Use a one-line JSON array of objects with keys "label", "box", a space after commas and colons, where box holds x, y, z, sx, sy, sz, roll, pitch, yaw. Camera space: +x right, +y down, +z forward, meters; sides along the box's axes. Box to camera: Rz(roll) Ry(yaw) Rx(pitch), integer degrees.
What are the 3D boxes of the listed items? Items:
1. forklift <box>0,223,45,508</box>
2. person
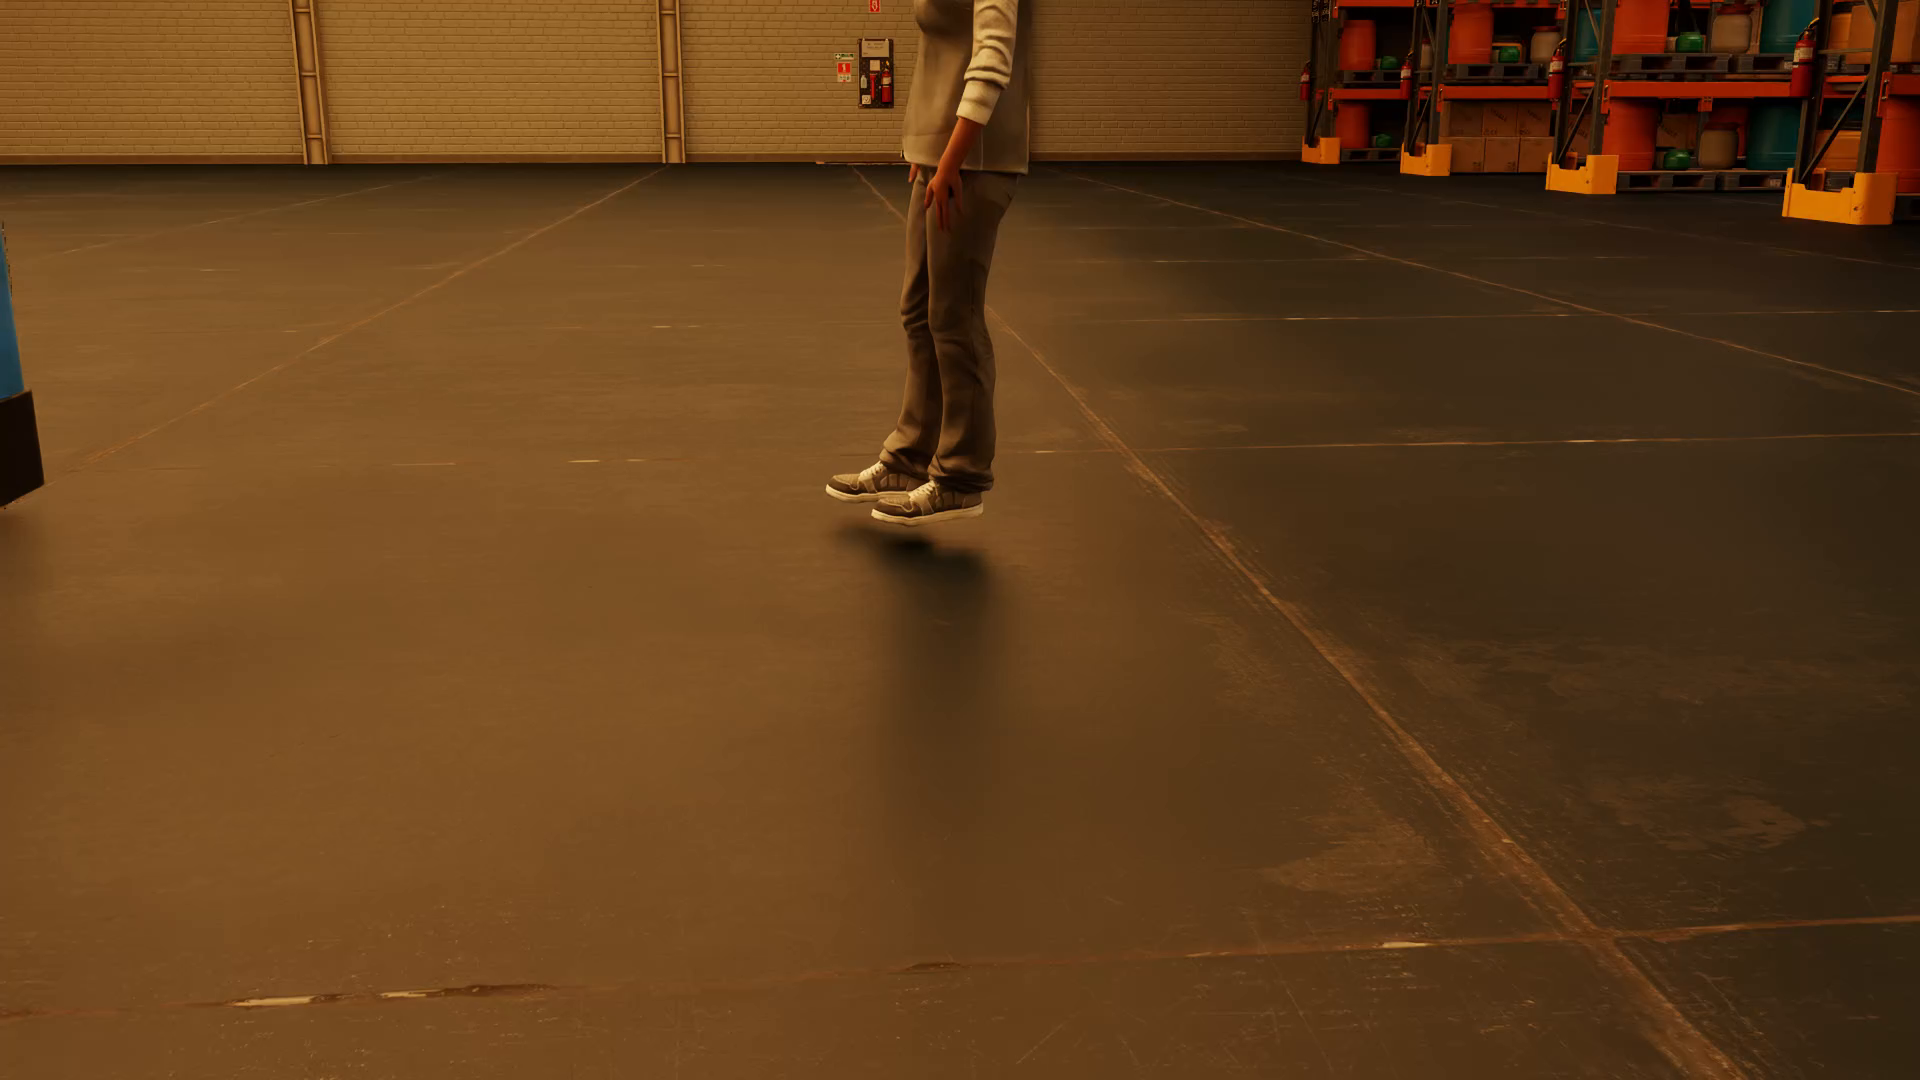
[{"label": "forklift", "box": [-3.761, -1.336, 3.251, 3.031, 2.935, 1.130, -2, 15, -6]}, {"label": "person", "box": [-0.082, -0.706, 3.756, 0.459, 1.362, 0.520, -1, 15, -5]}]
